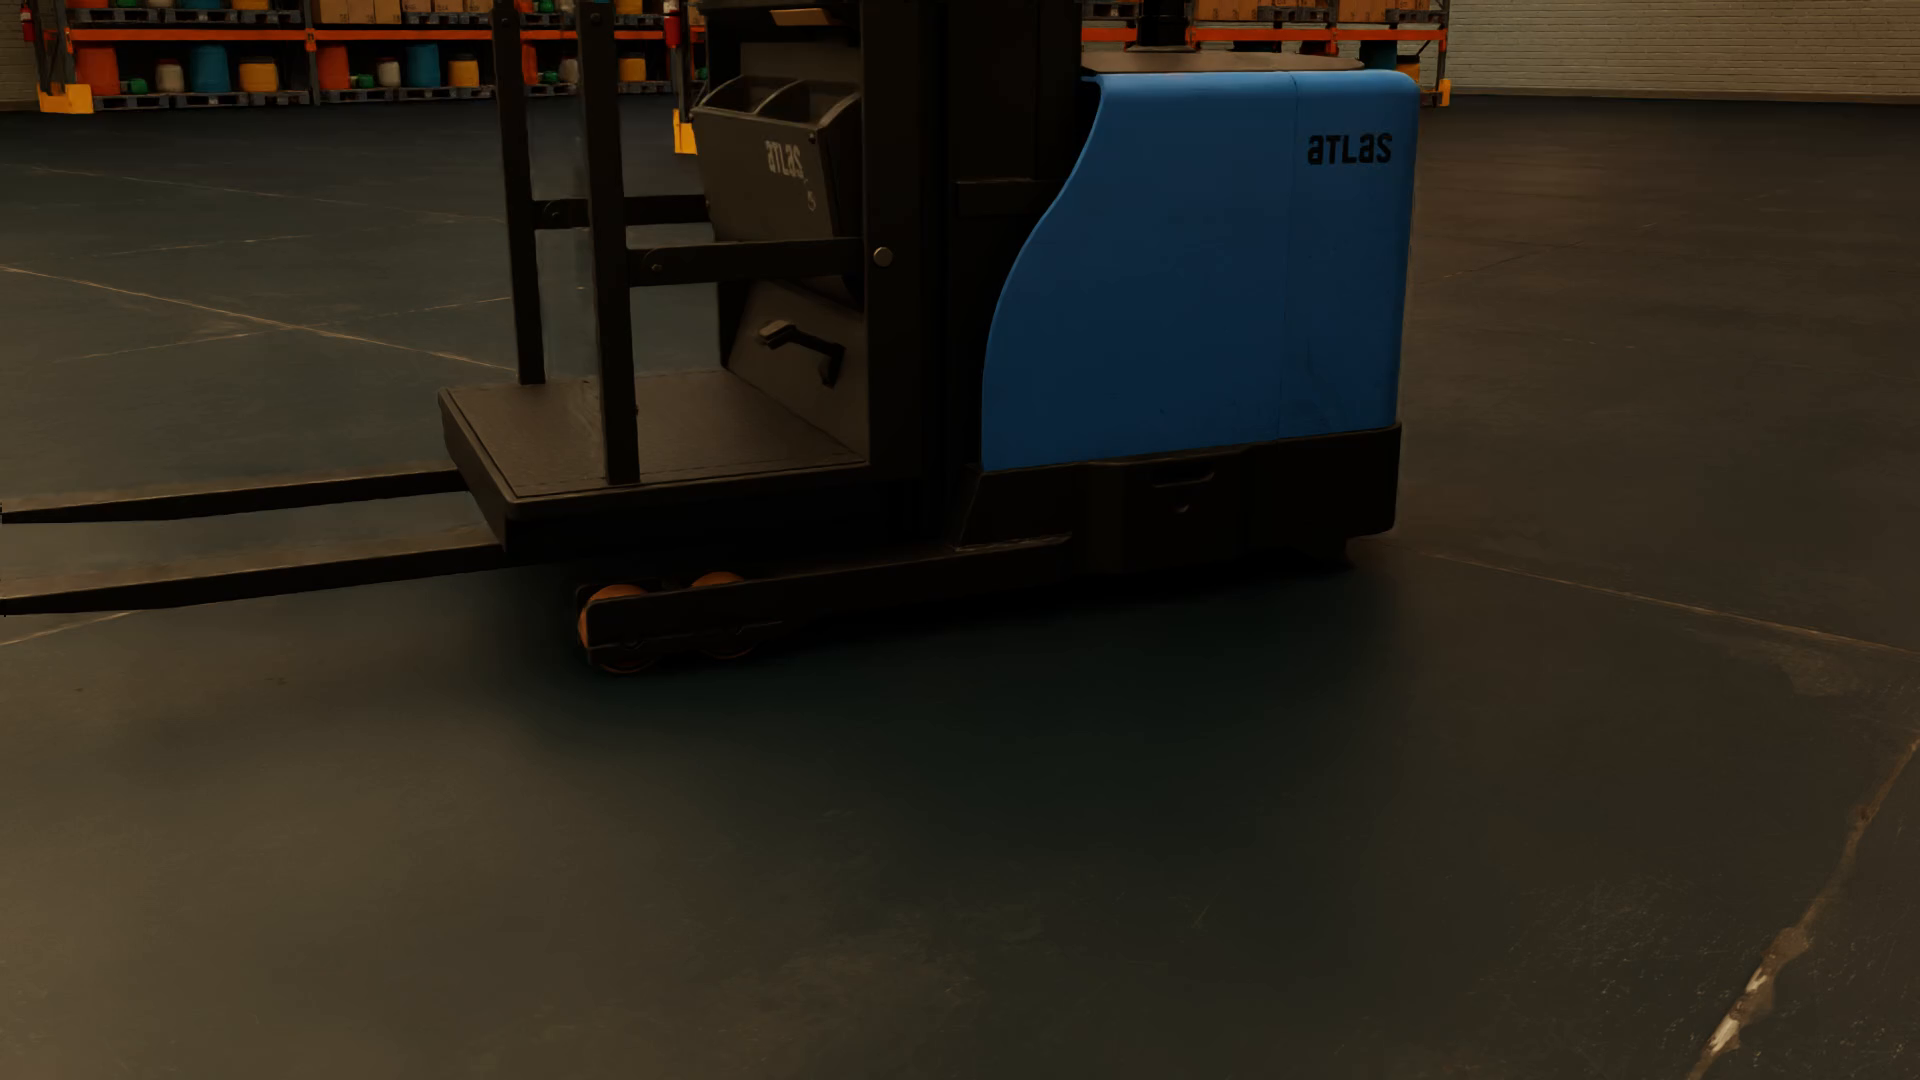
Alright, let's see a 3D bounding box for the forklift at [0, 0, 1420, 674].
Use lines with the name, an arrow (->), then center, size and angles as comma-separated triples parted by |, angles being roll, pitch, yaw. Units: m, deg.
forklift -> -0.570, -1.325, 3.261 | 3.031, 2.935, 1.130 | -7, 18, -22
